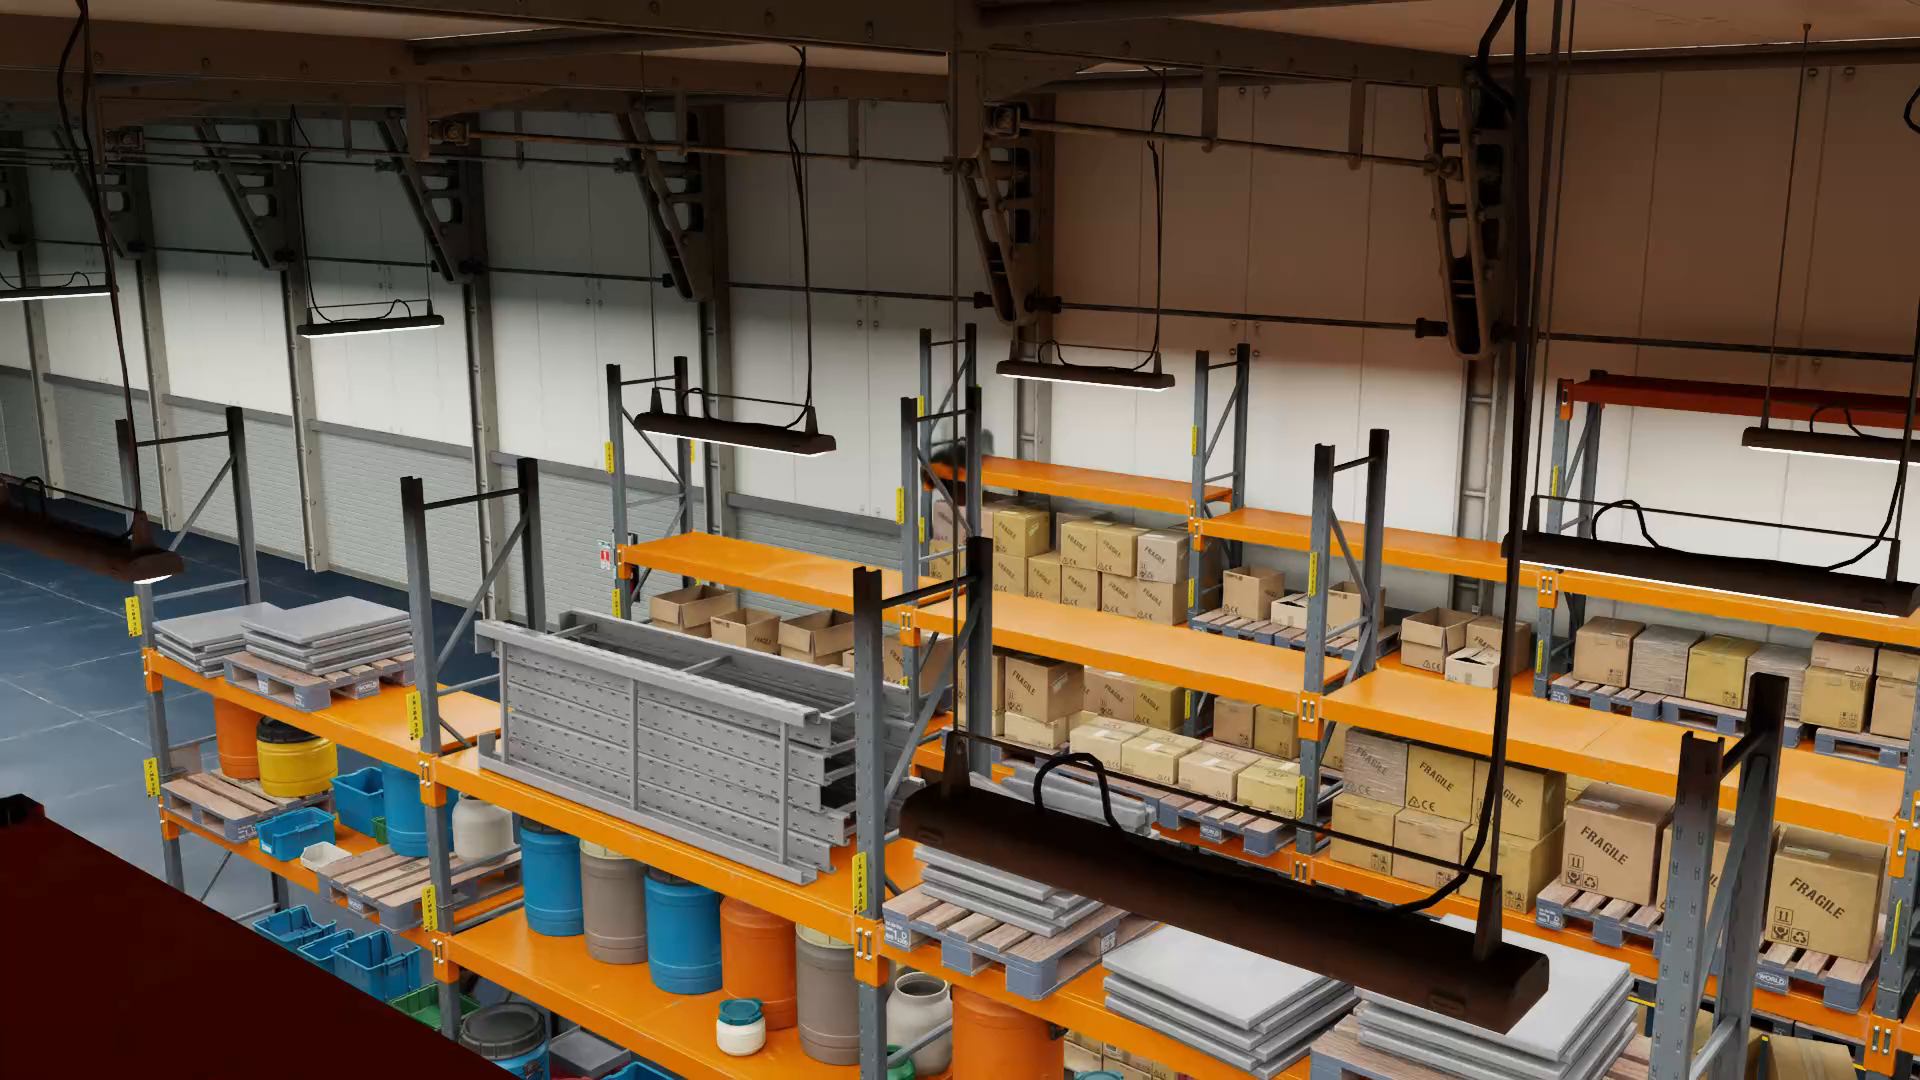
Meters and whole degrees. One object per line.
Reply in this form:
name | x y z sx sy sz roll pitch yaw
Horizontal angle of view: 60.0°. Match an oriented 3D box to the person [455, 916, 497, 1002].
person | -4.500 3.889 15.230 0.621 1.683 0.683 11 17 40
